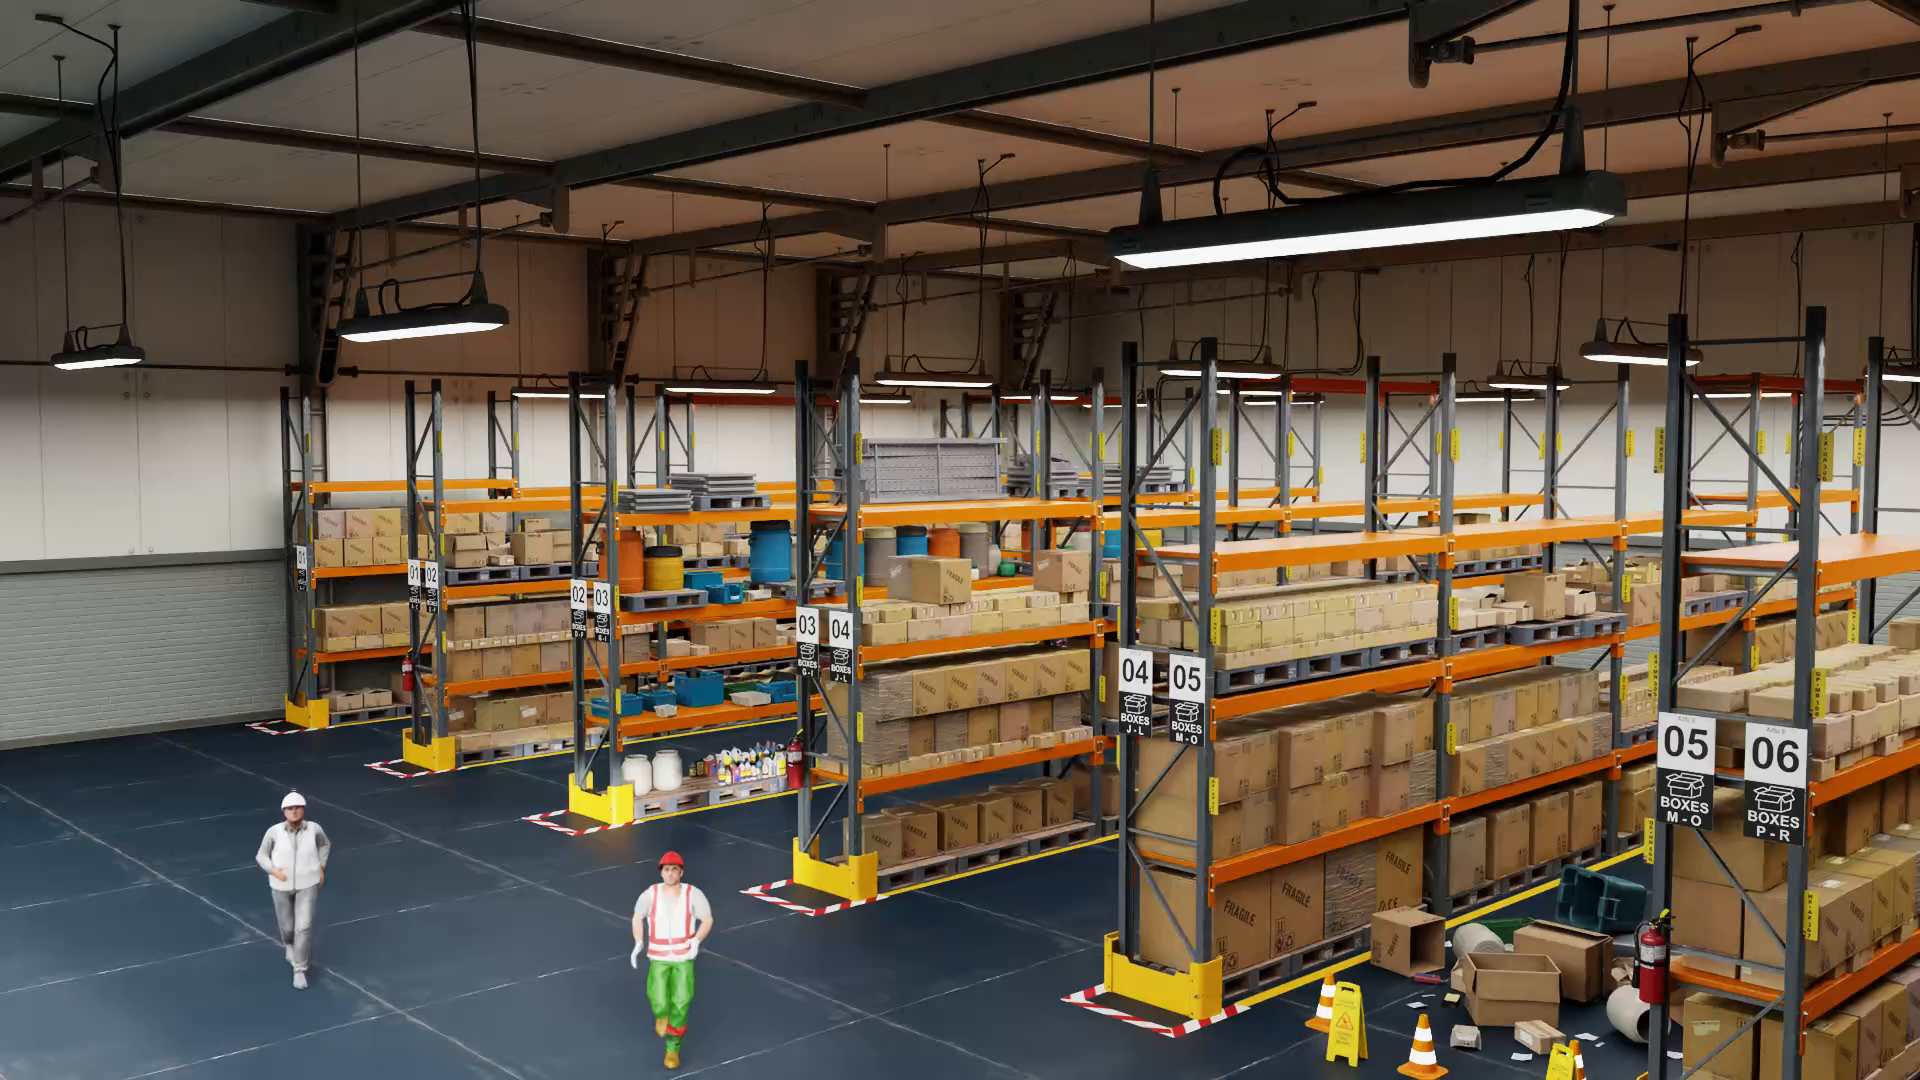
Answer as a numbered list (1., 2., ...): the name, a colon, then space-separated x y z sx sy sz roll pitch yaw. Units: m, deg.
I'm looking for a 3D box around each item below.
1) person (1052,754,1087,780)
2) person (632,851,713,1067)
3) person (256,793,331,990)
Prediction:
1. person: 1.575 2.802 23.734 0.821 1.726 0.574 -4 5 -44
2. person: -2.367 3.427 13.693 0.665 1.740 0.596 0 4 -6
3. person: -6.318 3.276 15.790 0.661 1.775 0.883 -1 4 -20
